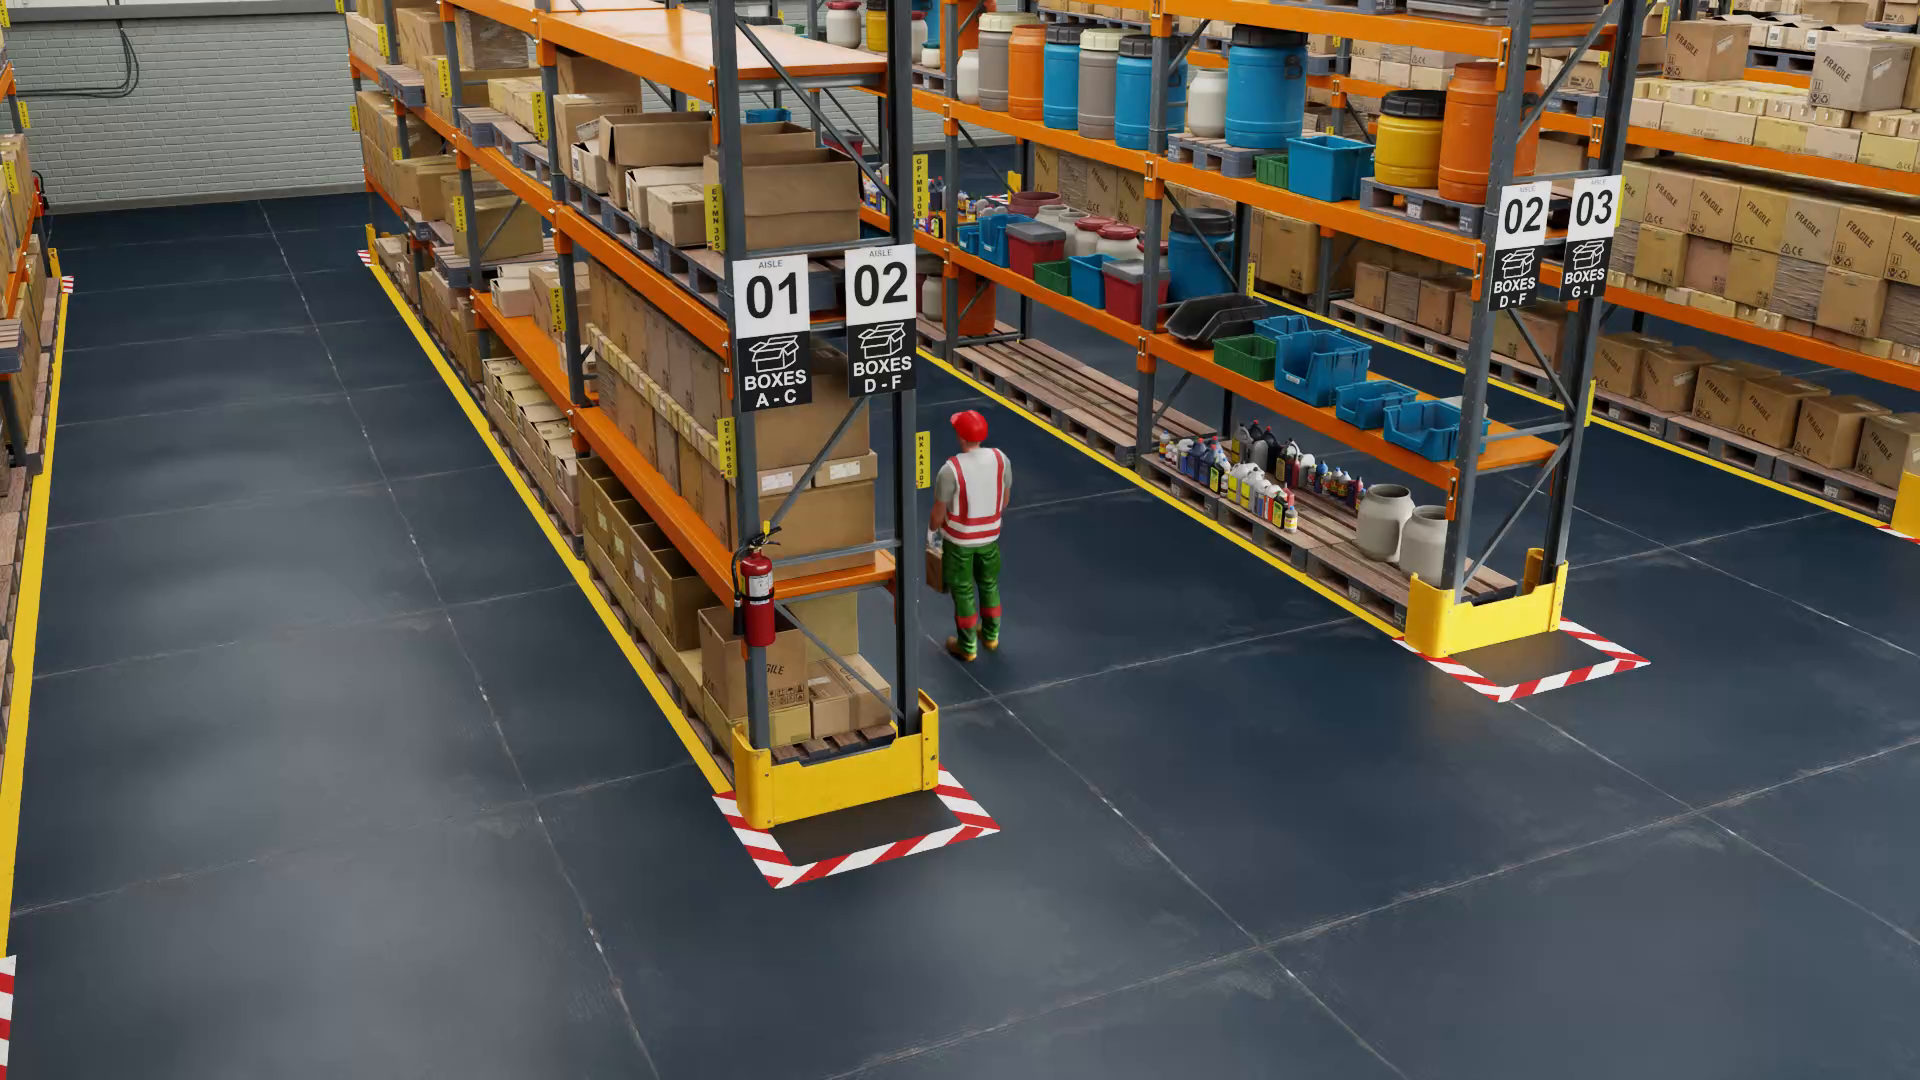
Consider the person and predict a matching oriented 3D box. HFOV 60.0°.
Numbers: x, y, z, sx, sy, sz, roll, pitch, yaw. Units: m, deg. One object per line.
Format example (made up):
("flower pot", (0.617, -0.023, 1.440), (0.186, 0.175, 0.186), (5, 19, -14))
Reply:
("person", (0.047, -0.056, 11.116), (0.597, 1.789, 0.562), (-10, 24, -24))
